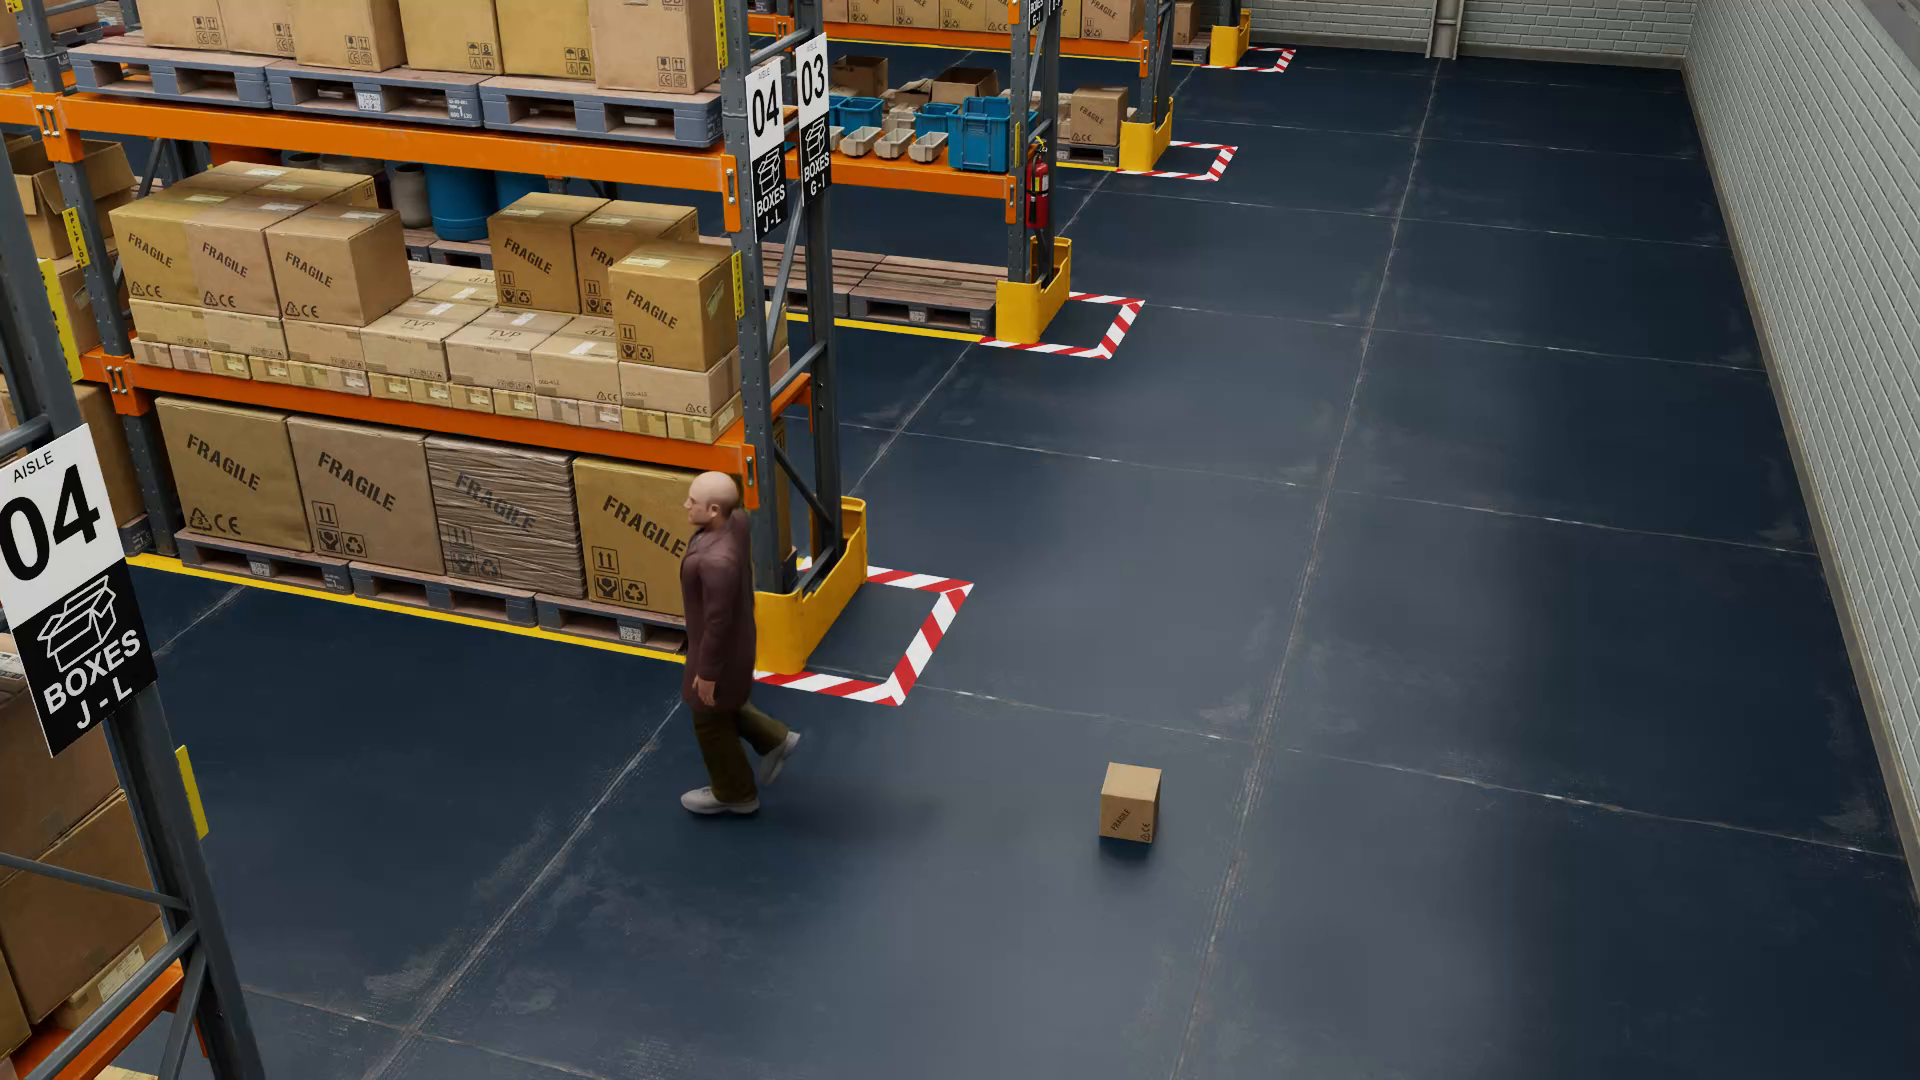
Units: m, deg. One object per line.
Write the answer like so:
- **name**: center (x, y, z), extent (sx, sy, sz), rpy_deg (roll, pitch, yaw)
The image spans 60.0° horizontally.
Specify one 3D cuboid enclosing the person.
- **person**: center (-1.051, 0.480, 7.592), extent (0.577, 1.768, 0.608), rpy_deg (0, 29, 1)
